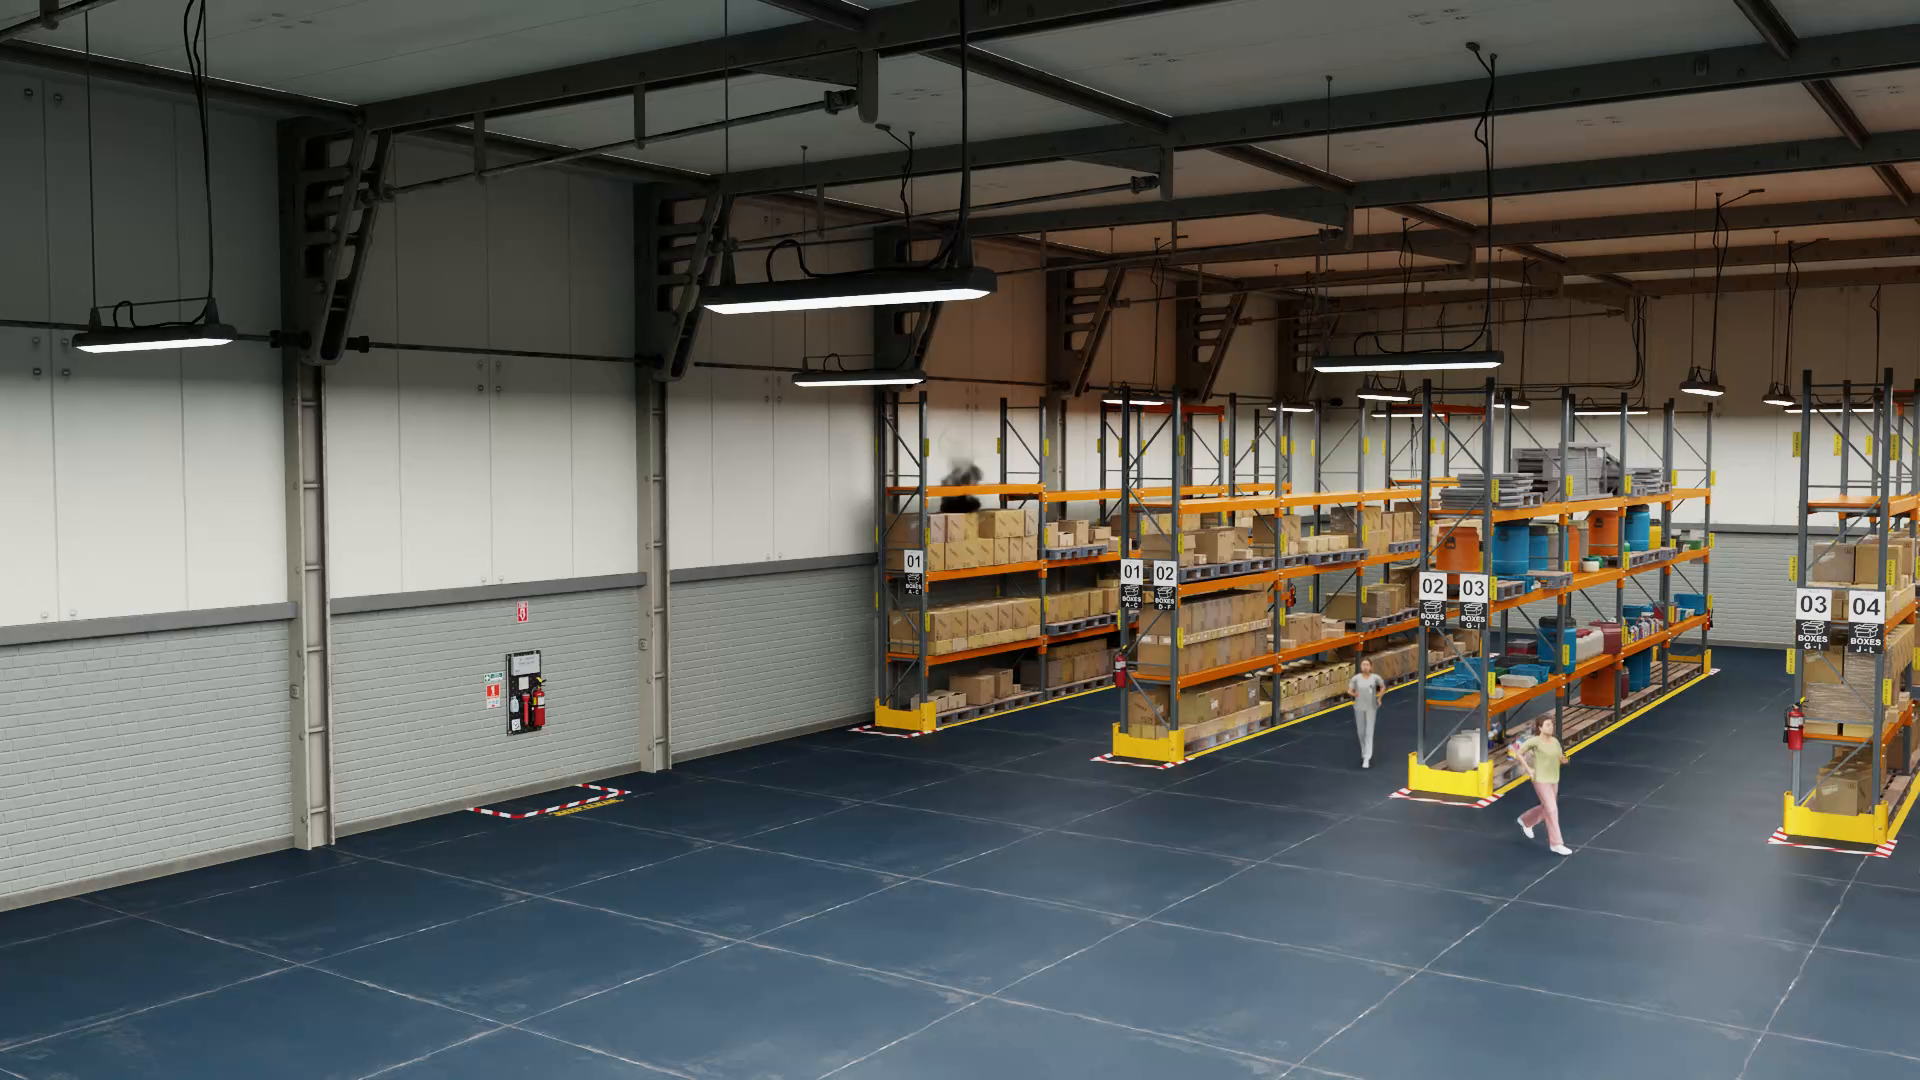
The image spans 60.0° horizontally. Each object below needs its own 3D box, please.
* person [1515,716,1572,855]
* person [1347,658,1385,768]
[{"bbox_3d":[7.267,3.002,20.675,0.581,1.646,0.961,-2,4,-26],"label":"person"},{"bbox_3d":[6.394,2.686,26.222,0.565,1.673,0.951,1,3,19],"label":"person"}]
